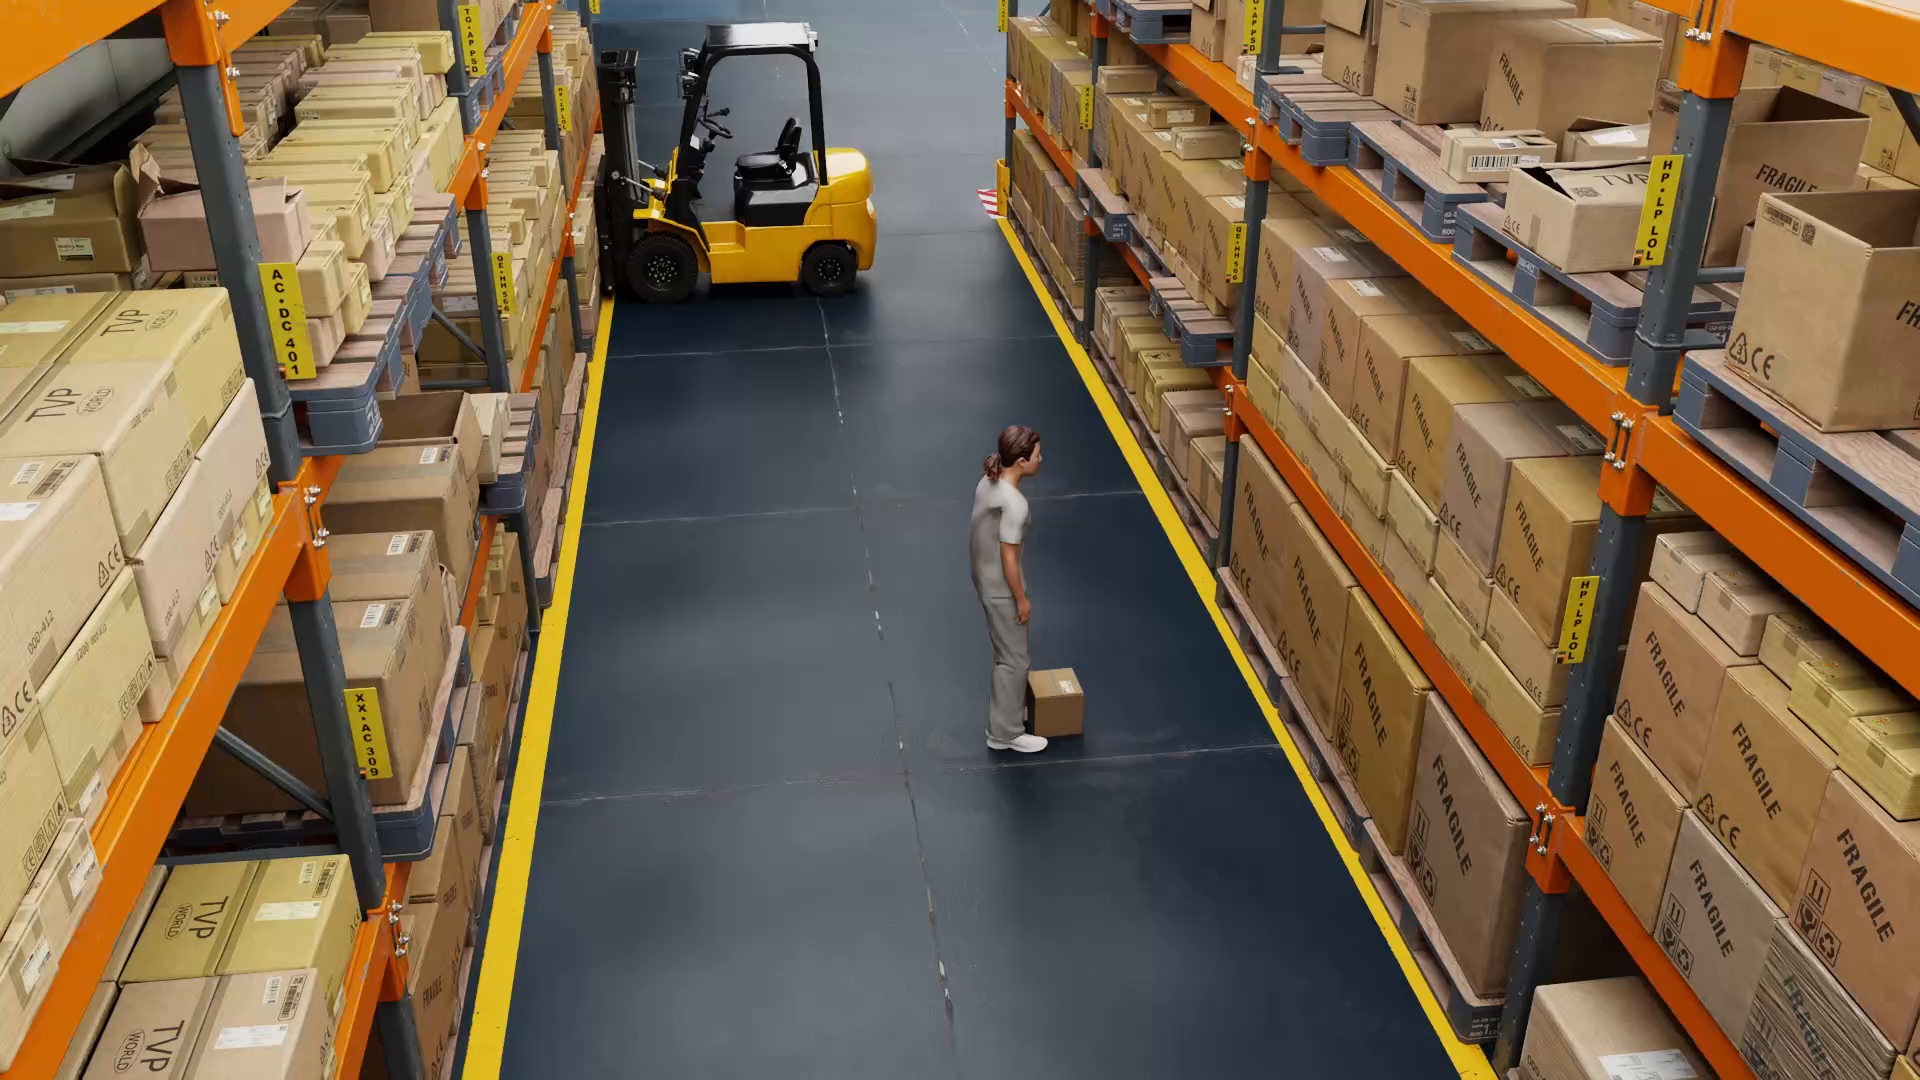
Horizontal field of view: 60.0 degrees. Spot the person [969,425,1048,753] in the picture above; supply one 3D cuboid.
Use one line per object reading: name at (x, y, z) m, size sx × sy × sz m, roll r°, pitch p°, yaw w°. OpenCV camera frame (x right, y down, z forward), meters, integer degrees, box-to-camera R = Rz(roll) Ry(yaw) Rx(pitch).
person at (0.262, 0.225, 8.188) m, size 0.417 × 1.667 × 0.511 m, roll -5°, pitch 28°, yaw -10°
